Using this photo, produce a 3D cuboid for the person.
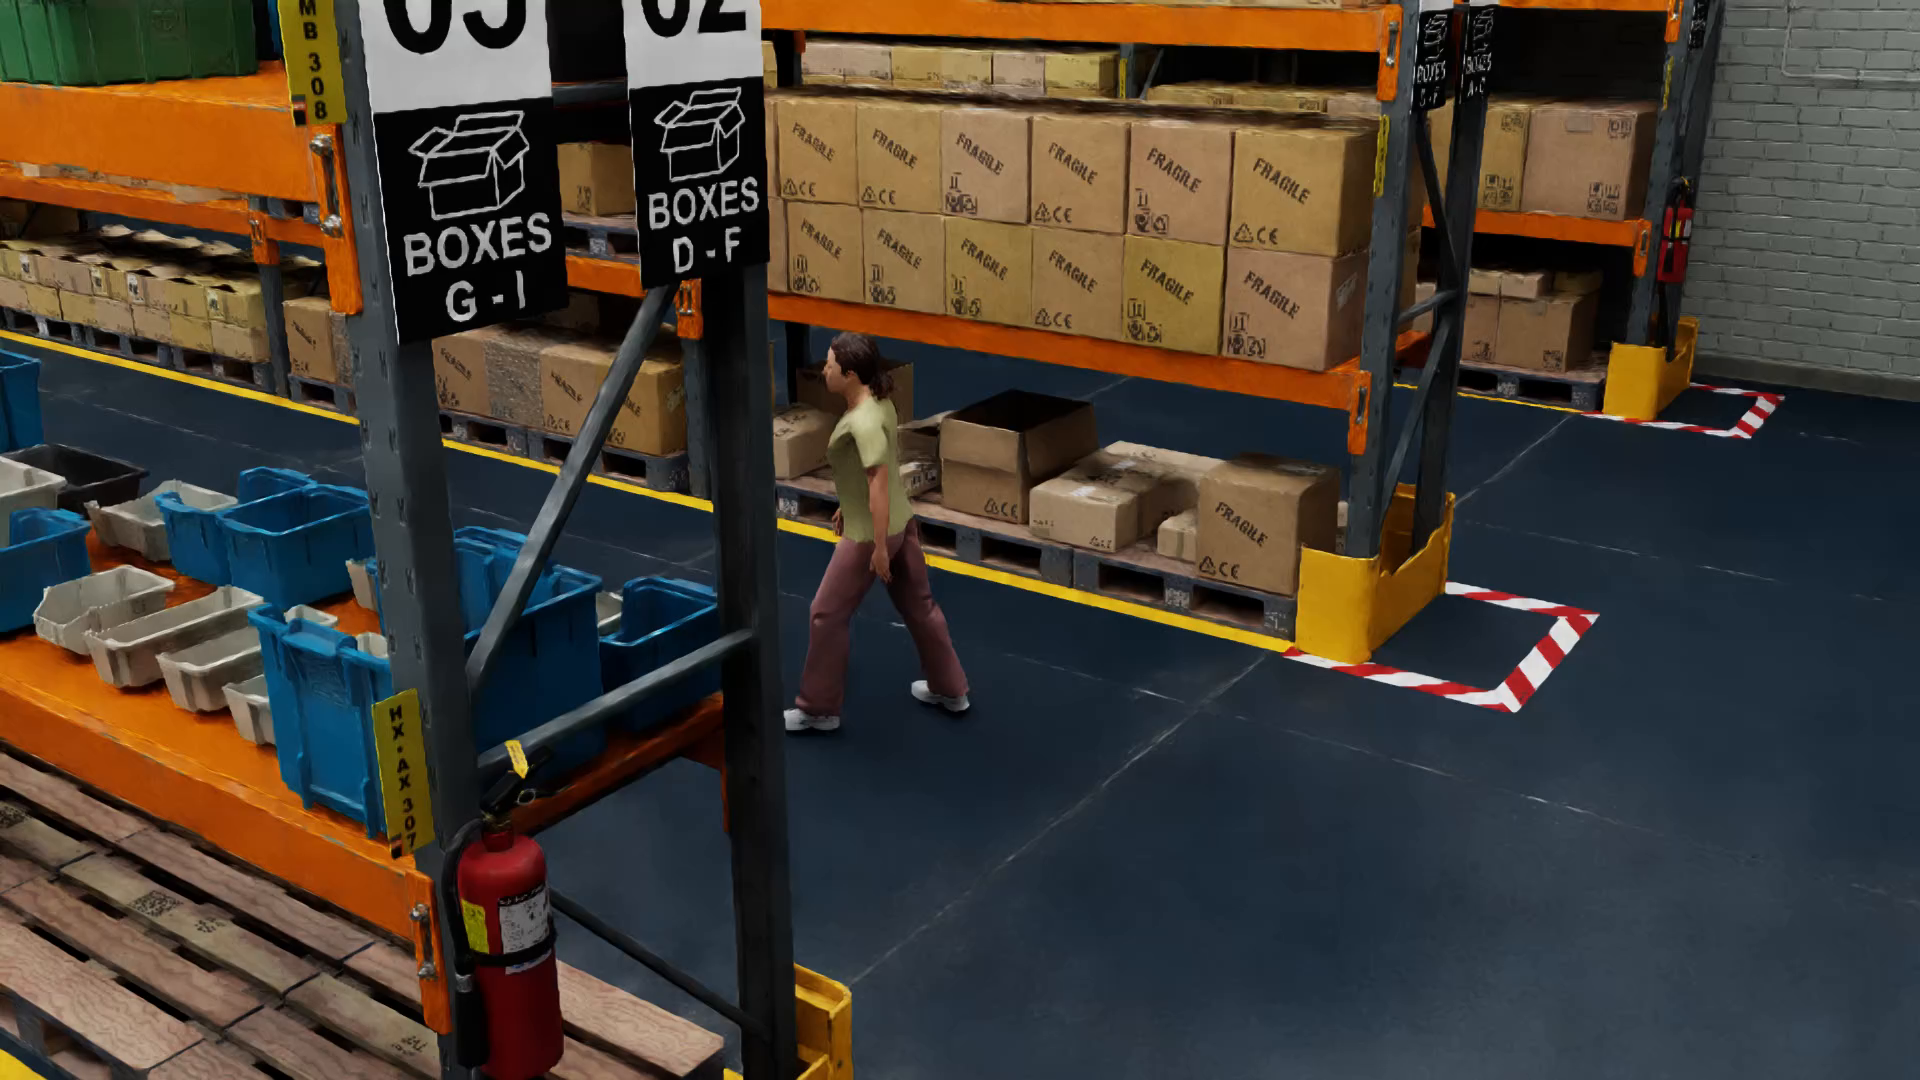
[{"bbox_3d":[-0.370,-0.034,6.704,0.798,1.630,0.526,4,20,10],"label":"person"}]
